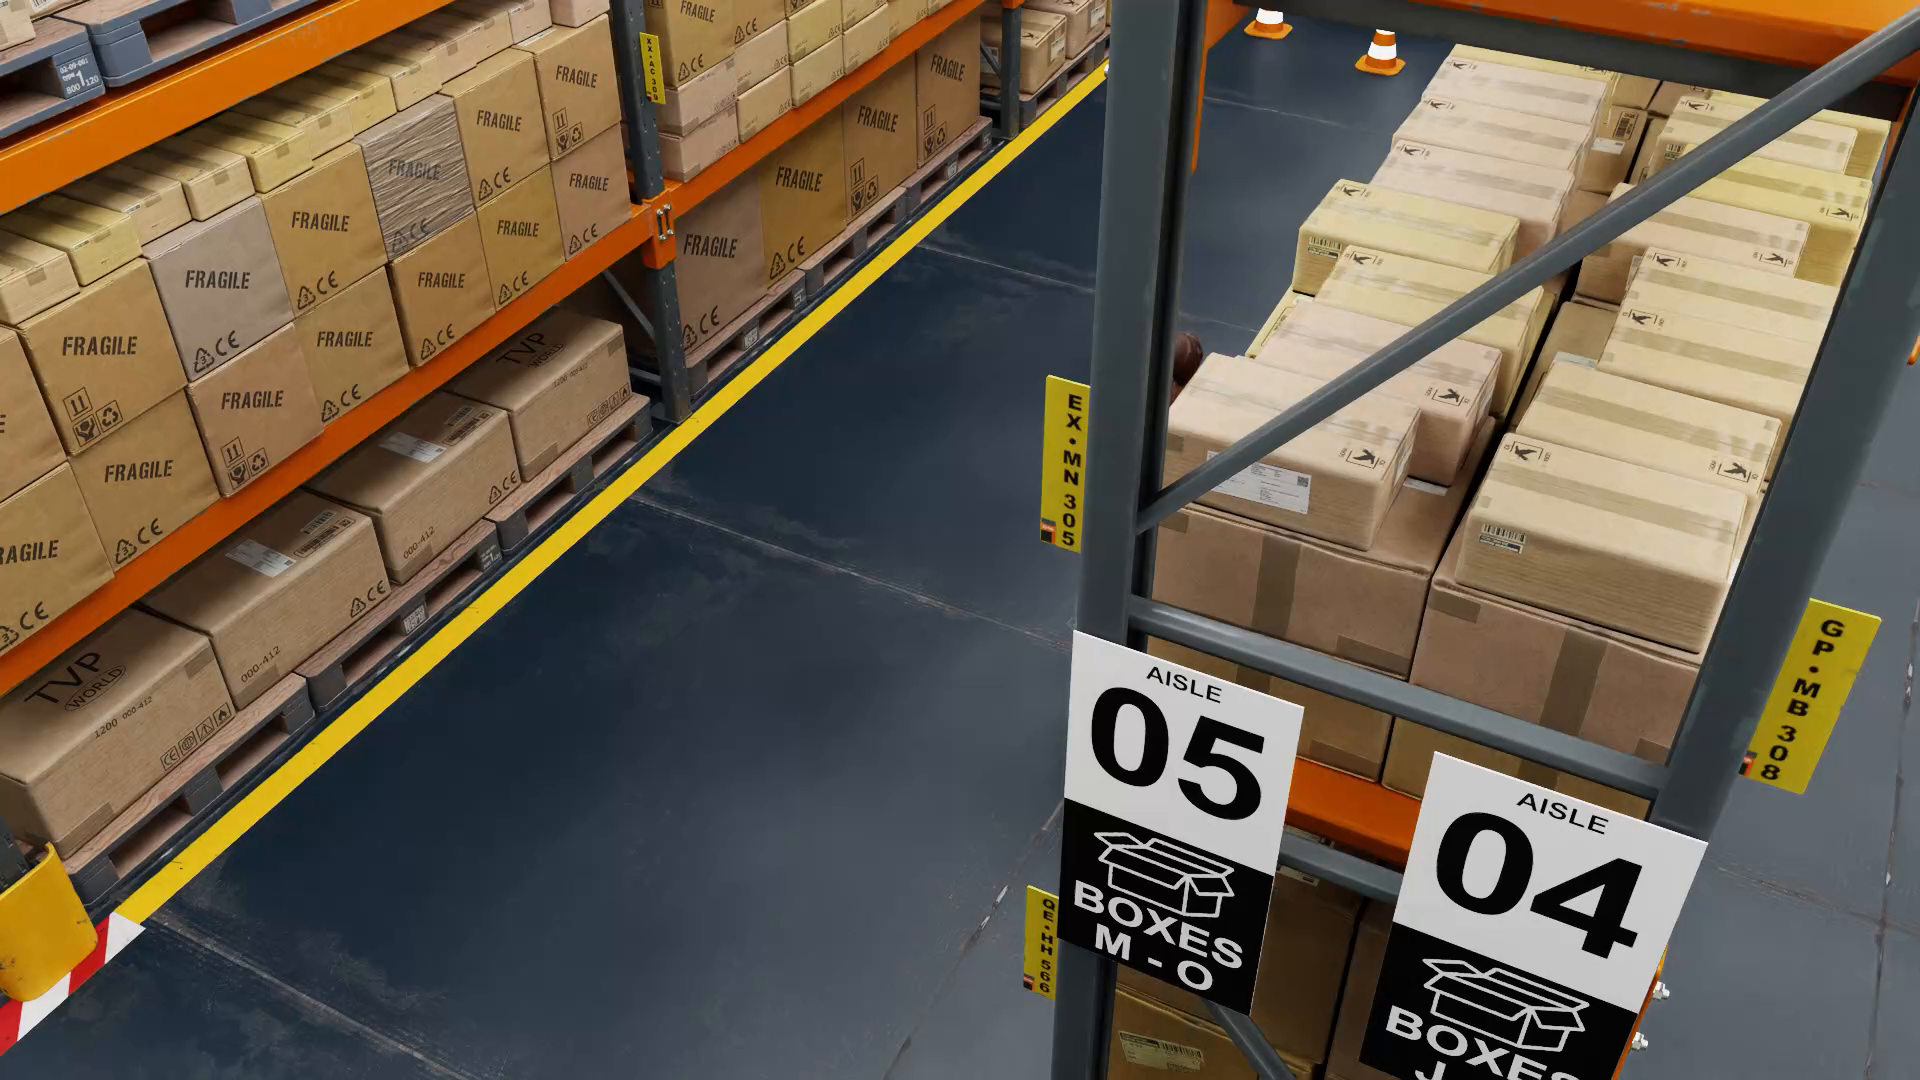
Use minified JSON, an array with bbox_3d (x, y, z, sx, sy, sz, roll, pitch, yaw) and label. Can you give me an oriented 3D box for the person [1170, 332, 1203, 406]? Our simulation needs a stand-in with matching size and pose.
[{"bbox_3d":[0.847,-0.124,6.914,0.439,1.674,0.359,19,42,22],"label":"person"}]
